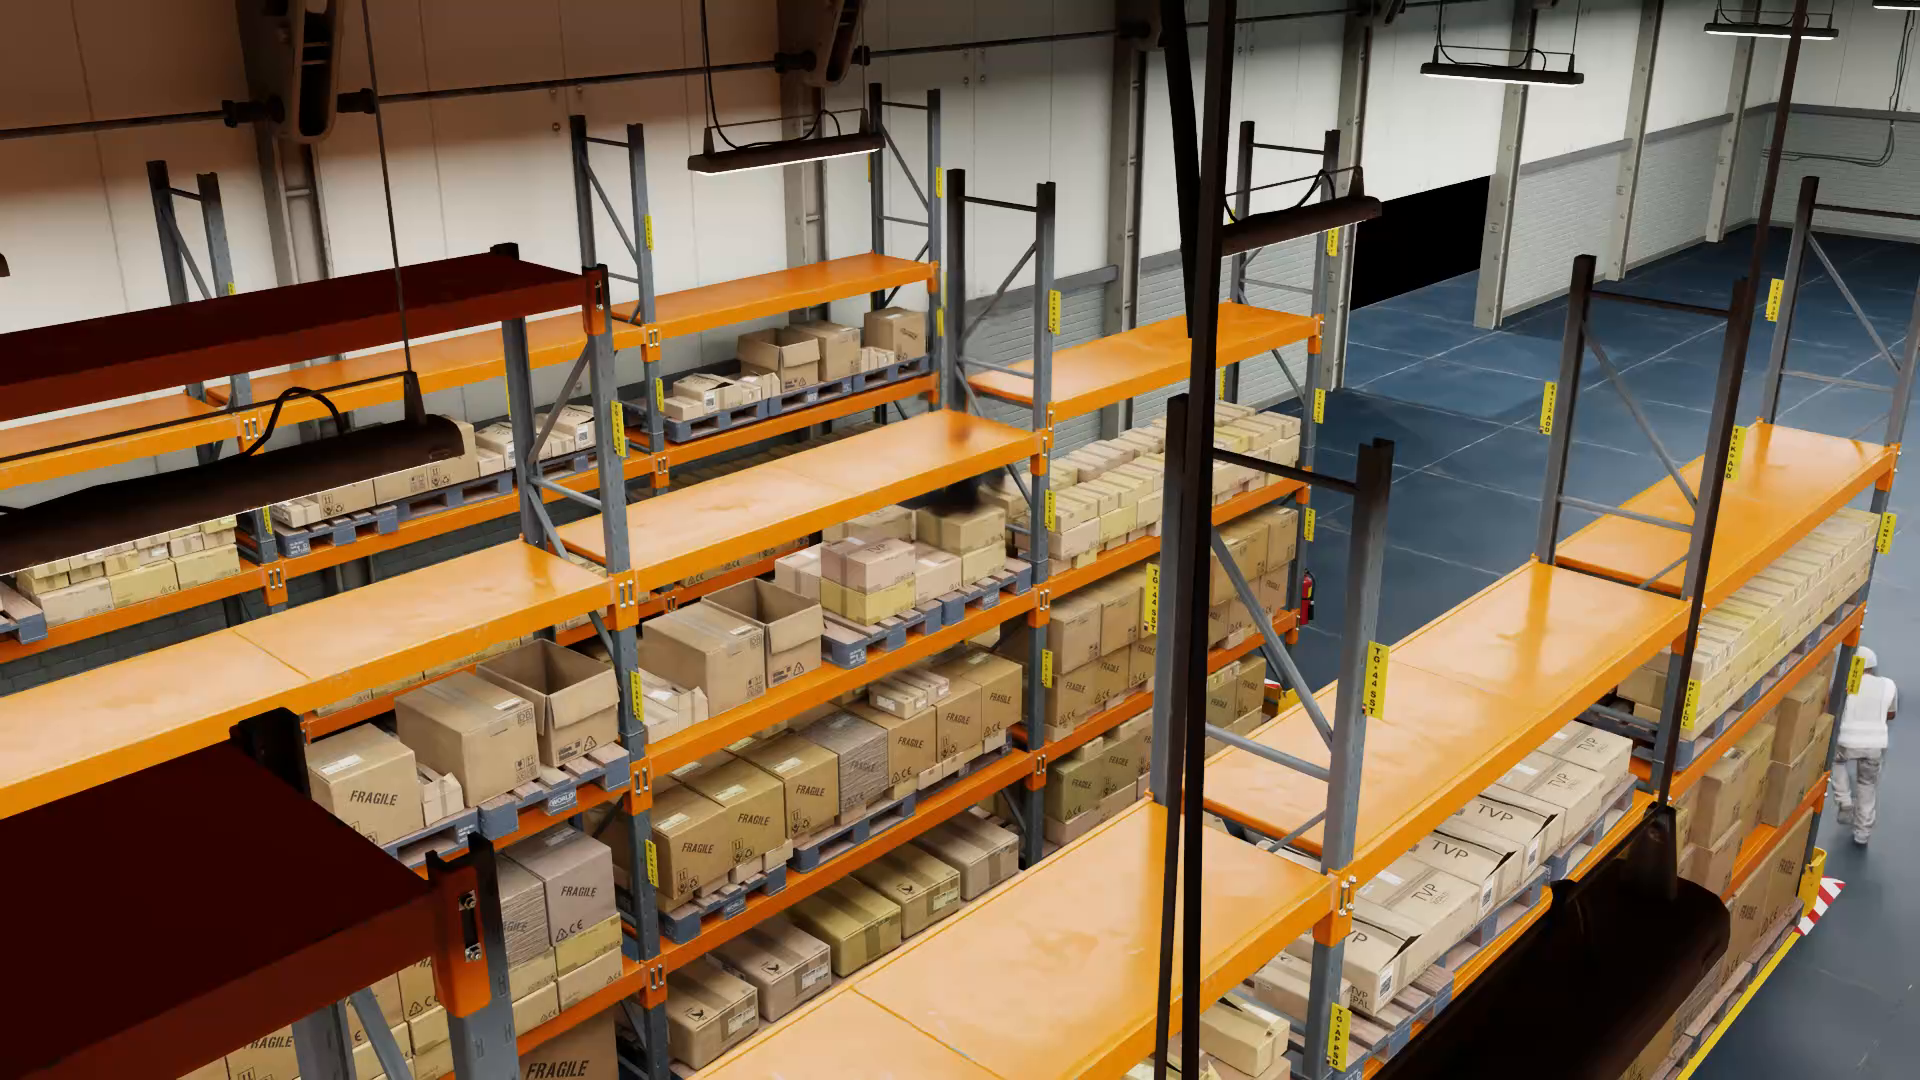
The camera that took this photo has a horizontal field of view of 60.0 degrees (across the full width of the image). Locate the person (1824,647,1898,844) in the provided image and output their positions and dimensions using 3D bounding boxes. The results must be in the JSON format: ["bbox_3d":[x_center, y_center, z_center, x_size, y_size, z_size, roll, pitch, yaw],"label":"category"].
[{"bbox_3d":[8.075,1.810,15.037,0.703,1.628,0.931,3,21,7],"label":"person"}]
